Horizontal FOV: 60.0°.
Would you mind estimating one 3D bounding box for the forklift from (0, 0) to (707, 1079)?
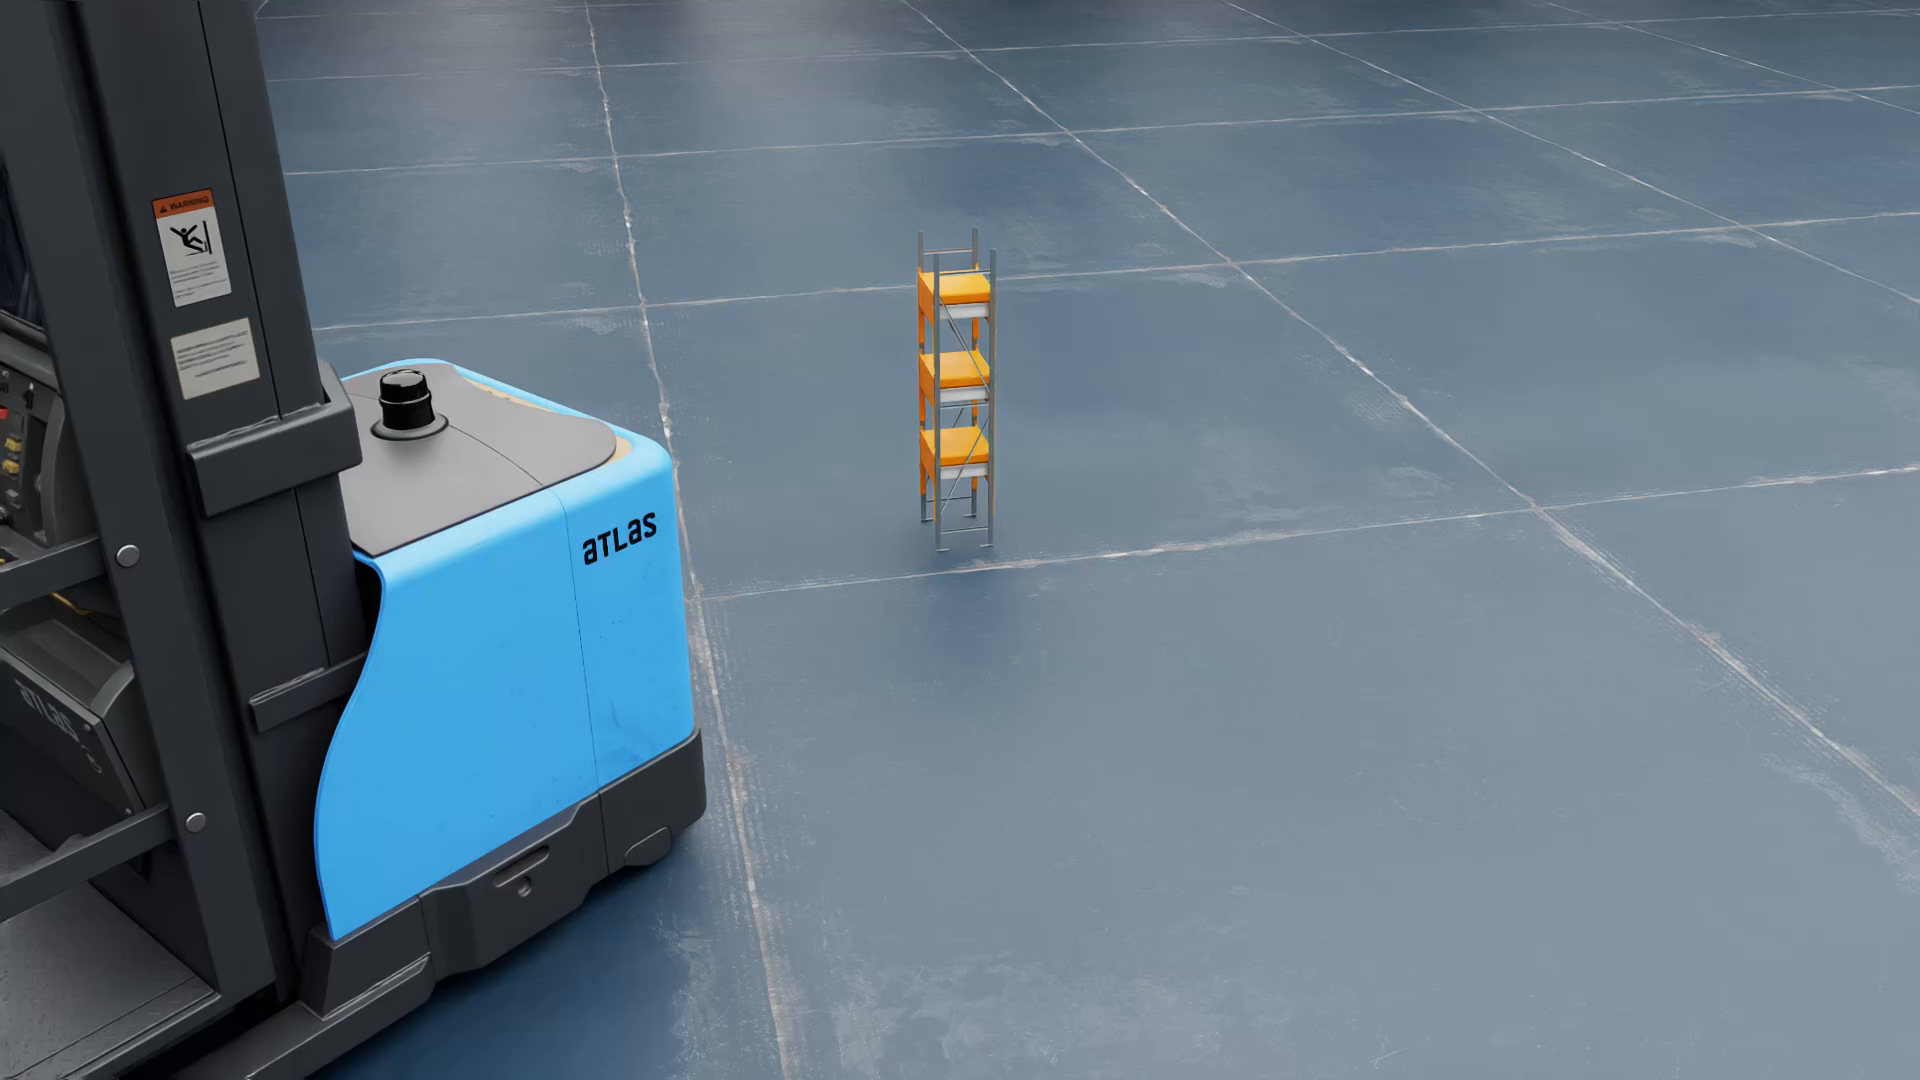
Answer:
[{"bbox_3d":[-1.970,-0.193,2.880,1.130,2.935,3.031,20,33,35],"label":"forklift"}]

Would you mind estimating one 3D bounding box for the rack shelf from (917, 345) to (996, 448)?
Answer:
[{"bbox_3d":[-0.012,-0.483,5.565,0.215,0.259,0.240,-6,27,-12],"label":"rack shelf"}]

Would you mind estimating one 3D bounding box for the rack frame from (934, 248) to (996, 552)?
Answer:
[{"bbox_3d":[0.015,-0.439,5.454,0.200,1.050,0.008,-6,27,-12],"label":"rack frame"}]

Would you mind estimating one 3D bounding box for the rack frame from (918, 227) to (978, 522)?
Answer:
[{"bbox_3d":[-0.040,-0.546,5.666,0.200,1.050,0.008,-6,27,-12],"label":"rack frame"}]

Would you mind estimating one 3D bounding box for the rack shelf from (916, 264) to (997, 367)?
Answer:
[{"bbox_3d":[-0.012,-0.736,5.437,0.215,0.259,0.240,-6,27,-12],"label":"rack shelf"}]

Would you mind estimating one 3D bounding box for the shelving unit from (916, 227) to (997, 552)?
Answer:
[{"bbox_3d":[-0.012,-0.492,5.560,0.215,1.050,0.252,-6,27,-12],"label":"shelving unit"}]

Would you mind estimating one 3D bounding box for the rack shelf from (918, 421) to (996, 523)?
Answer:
[{"bbox_3d":[-0.012,-0.235,5.690,0.215,0.259,0.240,-6,27,-12],"label":"rack shelf"}]
